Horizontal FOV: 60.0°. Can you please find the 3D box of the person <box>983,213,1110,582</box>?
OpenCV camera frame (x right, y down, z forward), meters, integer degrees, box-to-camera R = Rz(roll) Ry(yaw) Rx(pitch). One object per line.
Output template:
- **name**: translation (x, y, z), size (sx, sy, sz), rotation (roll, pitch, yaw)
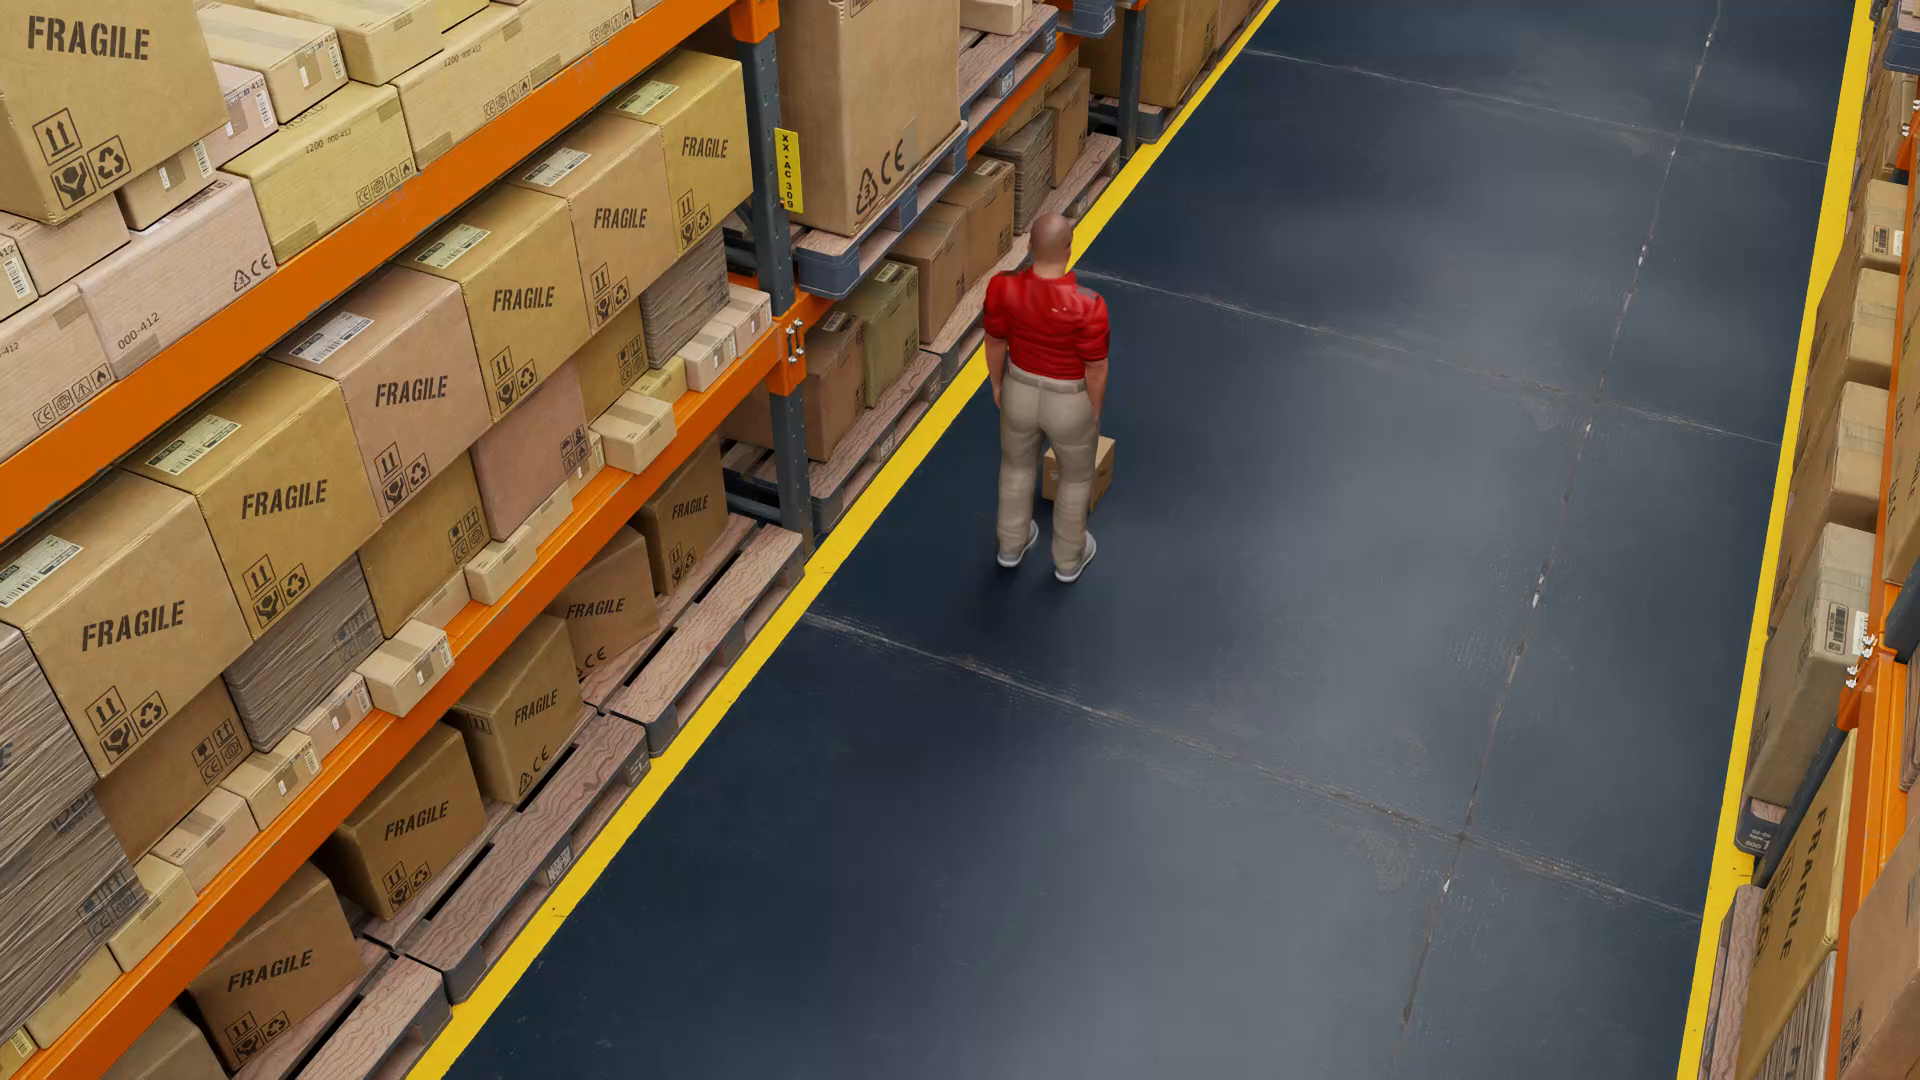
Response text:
- **person**: translation (0.360, -0.589, 6.842), size (0.528, 1.724, 0.360), rotation (16, 44, 17)
